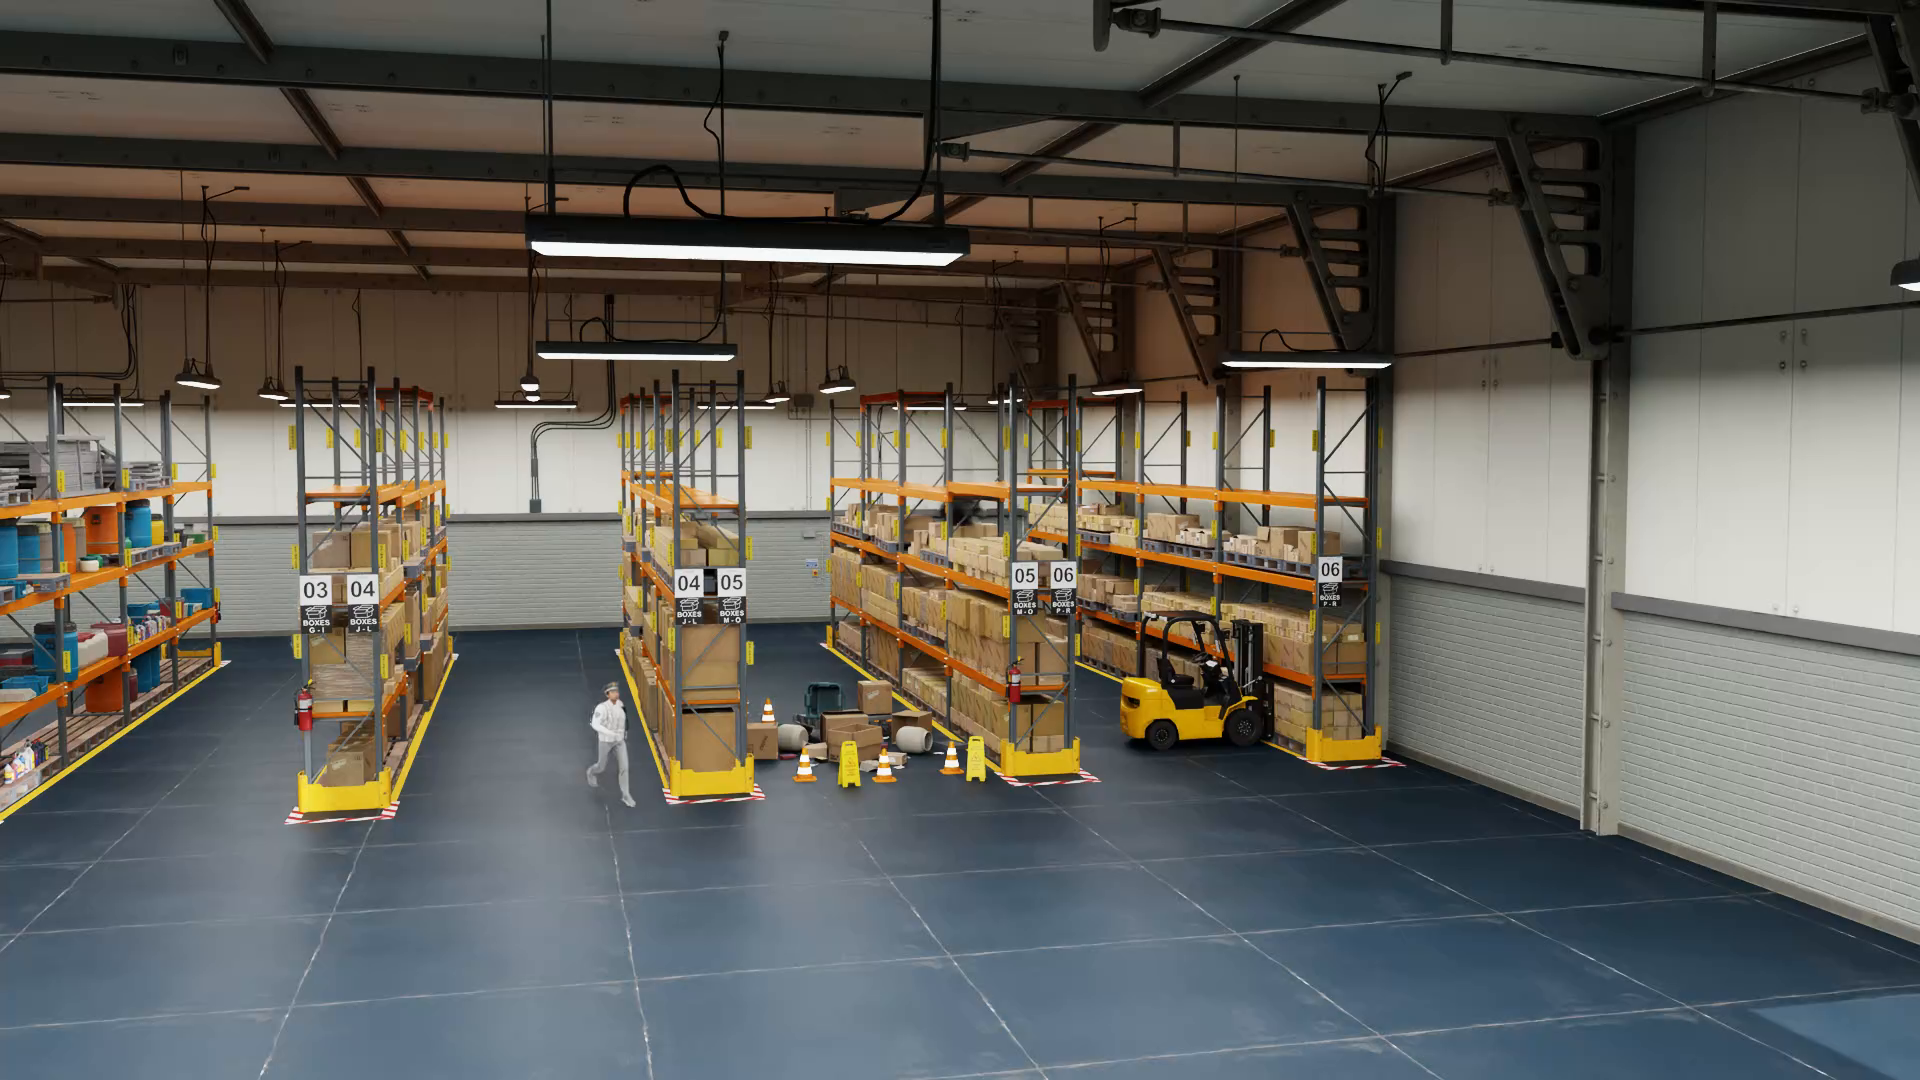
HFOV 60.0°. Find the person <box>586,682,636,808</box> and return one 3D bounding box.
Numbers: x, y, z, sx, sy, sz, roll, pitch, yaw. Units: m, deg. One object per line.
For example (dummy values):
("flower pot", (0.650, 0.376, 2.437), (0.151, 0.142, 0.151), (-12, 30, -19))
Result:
("person", (-4.854, 2.796, 23.009), (0.557, 1.692, 1.099), (-3, 4, -39))
